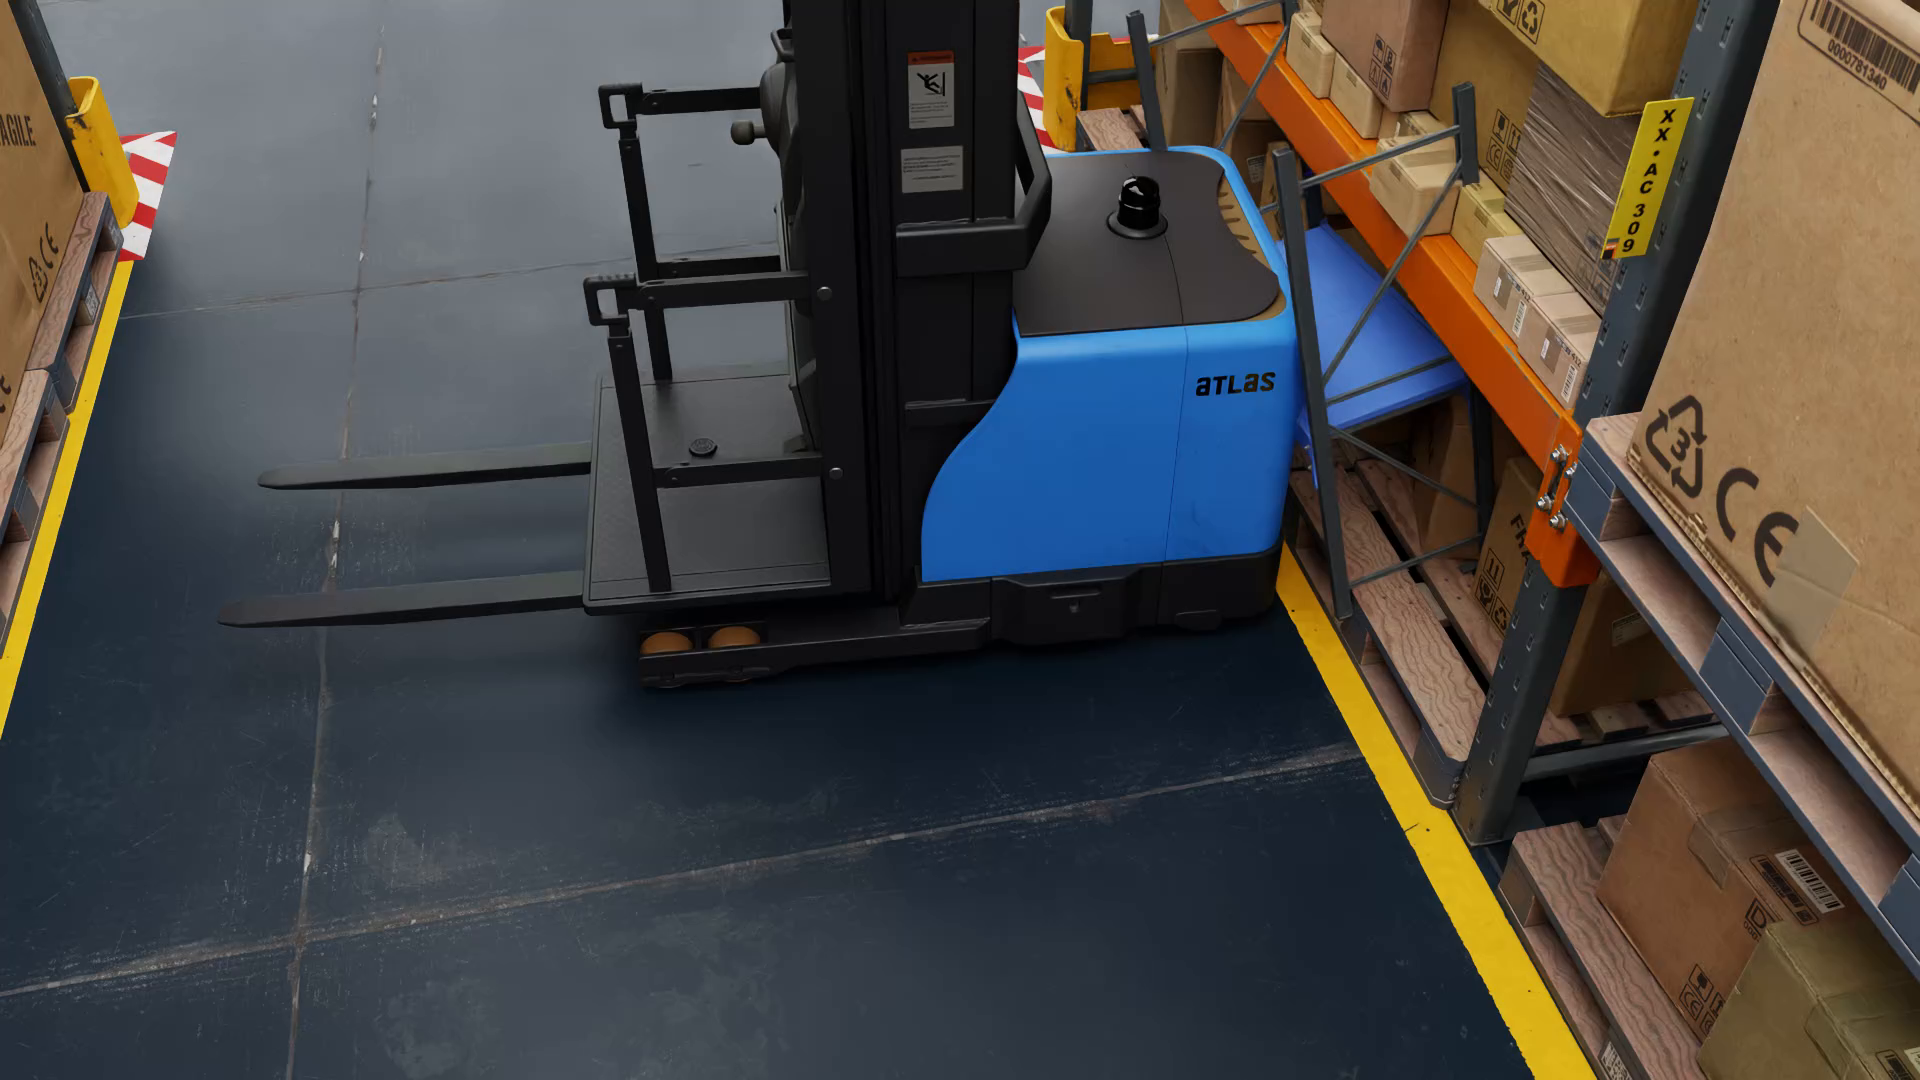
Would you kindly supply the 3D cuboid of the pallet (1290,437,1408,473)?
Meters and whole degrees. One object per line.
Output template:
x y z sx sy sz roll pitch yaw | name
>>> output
1.359 -0.606 5.773 1.003 0.211 1.213 -8 42 -9 | pallet

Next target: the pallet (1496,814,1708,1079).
1.975 1.121 3.828 1.003 0.211 1.213 -8 42 -9 | pallet

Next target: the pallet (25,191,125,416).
-3.674 -0.824 6.019 1.003 0.211 1.213 -8 42 -9 | pallet

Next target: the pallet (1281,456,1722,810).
1.626 0.187 4.881 1.003 0.211 1.213 -8 42 -9 | pallet

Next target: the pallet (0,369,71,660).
-3.414 -0.034 5.130 1.003 0.211 1.213 -8 42 -9 | pallet

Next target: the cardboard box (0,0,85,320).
-3.712 -1.306 5.746 0.875 0.875 0.875 -8 42 -9 | cardboard box

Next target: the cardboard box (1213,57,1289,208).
1.223 -1.451 6.192 0.500 0.500 0.500 2 42 2 | cardboard box

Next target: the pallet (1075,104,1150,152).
1.099 -1.395 6.663 1.003 0.211 1.213 -8 42 -9 | pallet

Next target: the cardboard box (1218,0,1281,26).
1.000 -1.720 5.117 0.380 0.149 0.250 -8 42 -9 | cardboard box

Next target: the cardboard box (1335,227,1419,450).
1.417 -0.675 5.317 0.500 0.500 0.500 -12 43 -13 | cardboard box

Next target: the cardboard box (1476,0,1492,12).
1.331 -1.525 3.656 0.500 0.500 0.500 -8 42 -9 | cardboard box

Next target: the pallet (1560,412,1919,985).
1.829 0.162 2.952 1.003 0.211 1.213 -8 42 -9 | pallet

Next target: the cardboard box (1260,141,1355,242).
1.340 -1.043 5.732 0.500 0.500 0.500 -5 42 -5 | cardboard box

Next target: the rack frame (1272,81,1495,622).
1.143 -0.423 4.348 0.500 1.500 0.032 -20 38 -3 | rack frame

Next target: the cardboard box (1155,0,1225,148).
1.061 -1.834 6.623 0.500 0.500 0.500 -1 42 -1 | cardboard box

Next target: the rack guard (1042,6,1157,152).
0.959 -2.035 7.166 1.175 0.500 0.348 -8 42 -9 | rack guard

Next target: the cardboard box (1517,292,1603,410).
1.472 -0.429 3.663 0.380 0.149 0.250 -8 42 -9 | cardboard box

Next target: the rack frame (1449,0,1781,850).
1.806 -0.426 3.470 1.000 3.000 0.127 -8 42 -9 | rack frame

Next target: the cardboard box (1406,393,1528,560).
1.627 -0.283 4.876 0.500 0.500 0.500 4 42 4 | cardboard box

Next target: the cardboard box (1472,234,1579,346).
1.427 -0.593 3.847 0.380 0.149 0.250 -8 42 -9 | cardboard box

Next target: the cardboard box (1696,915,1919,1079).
2.002 1.057 3.351 0.700 0.500 0.500 -9 42 -10 | cardboard box

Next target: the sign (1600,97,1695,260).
1.277 -0.667 3.090 0.100 0.325 0.005 -8 42 -9 | sign

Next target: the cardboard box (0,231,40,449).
-3.520 -0.736 5.104 0.875 0.875 0.875 -9 42 -10 | cardboard box

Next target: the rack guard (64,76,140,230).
-3.928 -1.454 6.512 1.175 0.500 0.348 -8 42 -9 | rack guard

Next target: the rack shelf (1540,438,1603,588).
2.237 1.139 2.249 1.077 0.370 4.000 -8 42 -9 | rack shelf

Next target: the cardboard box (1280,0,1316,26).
1.184 -1.577 4.956 0.380 0.149 0.250 -8 42 -9 | cardboard box

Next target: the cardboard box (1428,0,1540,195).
1.695 -1.204 4.048 0.875 0.500 0.500 -8 42 -9 | cardboard box

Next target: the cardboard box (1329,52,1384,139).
1.251 -1.247 4.584 0.380 0.149 0.250 -8 42 -9 | cardboard box

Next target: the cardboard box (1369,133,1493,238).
1.269 -0.909 4.204 0.380 0.149 0.250 -8 42 -9 | cardboard box

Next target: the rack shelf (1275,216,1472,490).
1.055 -0.575 4.858 0.538 0.185 1.000 -20 38 -3 | rack shelf

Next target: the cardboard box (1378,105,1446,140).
1.344 -1.090 4.408 0.380 0.149 0.250 -8 42 -9 | cardboard box

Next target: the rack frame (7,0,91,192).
-3.923 -2.374 5.664 1.000 3.000 0.127 -8 42 -9 | rack frame

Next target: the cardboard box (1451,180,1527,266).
1.432 -0.763 4.040 0.380 0.149 0.250 -8 42 -9 | cardboard box

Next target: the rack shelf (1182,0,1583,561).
1.374 -1.453 5.170 1.077 0.370 4.000 -8 42 -9 | rack shelf

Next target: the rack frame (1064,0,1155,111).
0.942 -3.019 6.391 1.000 3.000 0.127 -8 42 -9 | rack frame

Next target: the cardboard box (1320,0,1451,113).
1.489 -1.514 4.397 0.875 0.500 0.500 -8 42 -9 | cardboard box

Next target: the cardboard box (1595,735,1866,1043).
1.917 0.745 3.702 0.700 0.500 0.500 -11 43 -13 | cardboard box

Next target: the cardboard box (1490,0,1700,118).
1.440 -1.201 3.291 0.500 0.500 0.500 -8 42 -9 | cardboard box

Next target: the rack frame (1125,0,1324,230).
0.881 -0.996 5.146 0.500 1.500 0.032 -20 38 -3 | rack frame

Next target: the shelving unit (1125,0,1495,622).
1.012 -0.710 4.747 0.538 1.500 1.048 -20 38 -3 | shelving unit

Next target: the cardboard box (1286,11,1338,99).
1.163 -1.404 4.761 0.380 0.149 0.250 -8 42 -9 | cardboard box

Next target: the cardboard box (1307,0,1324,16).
1.421 -1.844 4.768 0.875 0.500 0.500 -8 42 -9 | cardboard box

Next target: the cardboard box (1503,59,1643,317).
1.769 -0.875 3.677 0.875 0.500 0.500 -8 42 -9 | cardboard box

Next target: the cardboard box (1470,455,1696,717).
1.758 0.087 4.459 0.500 0.500 0.500 -10 42 -11 | cardboard box

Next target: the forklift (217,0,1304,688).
-0.620 -1.044 4.218 3.031 2.935 1.130 -5 42 -5 | forklift

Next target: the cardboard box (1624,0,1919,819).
1.840 -0.272 2.529 1.000 1.000 1.000 -8 42 -9 | cardboard box
